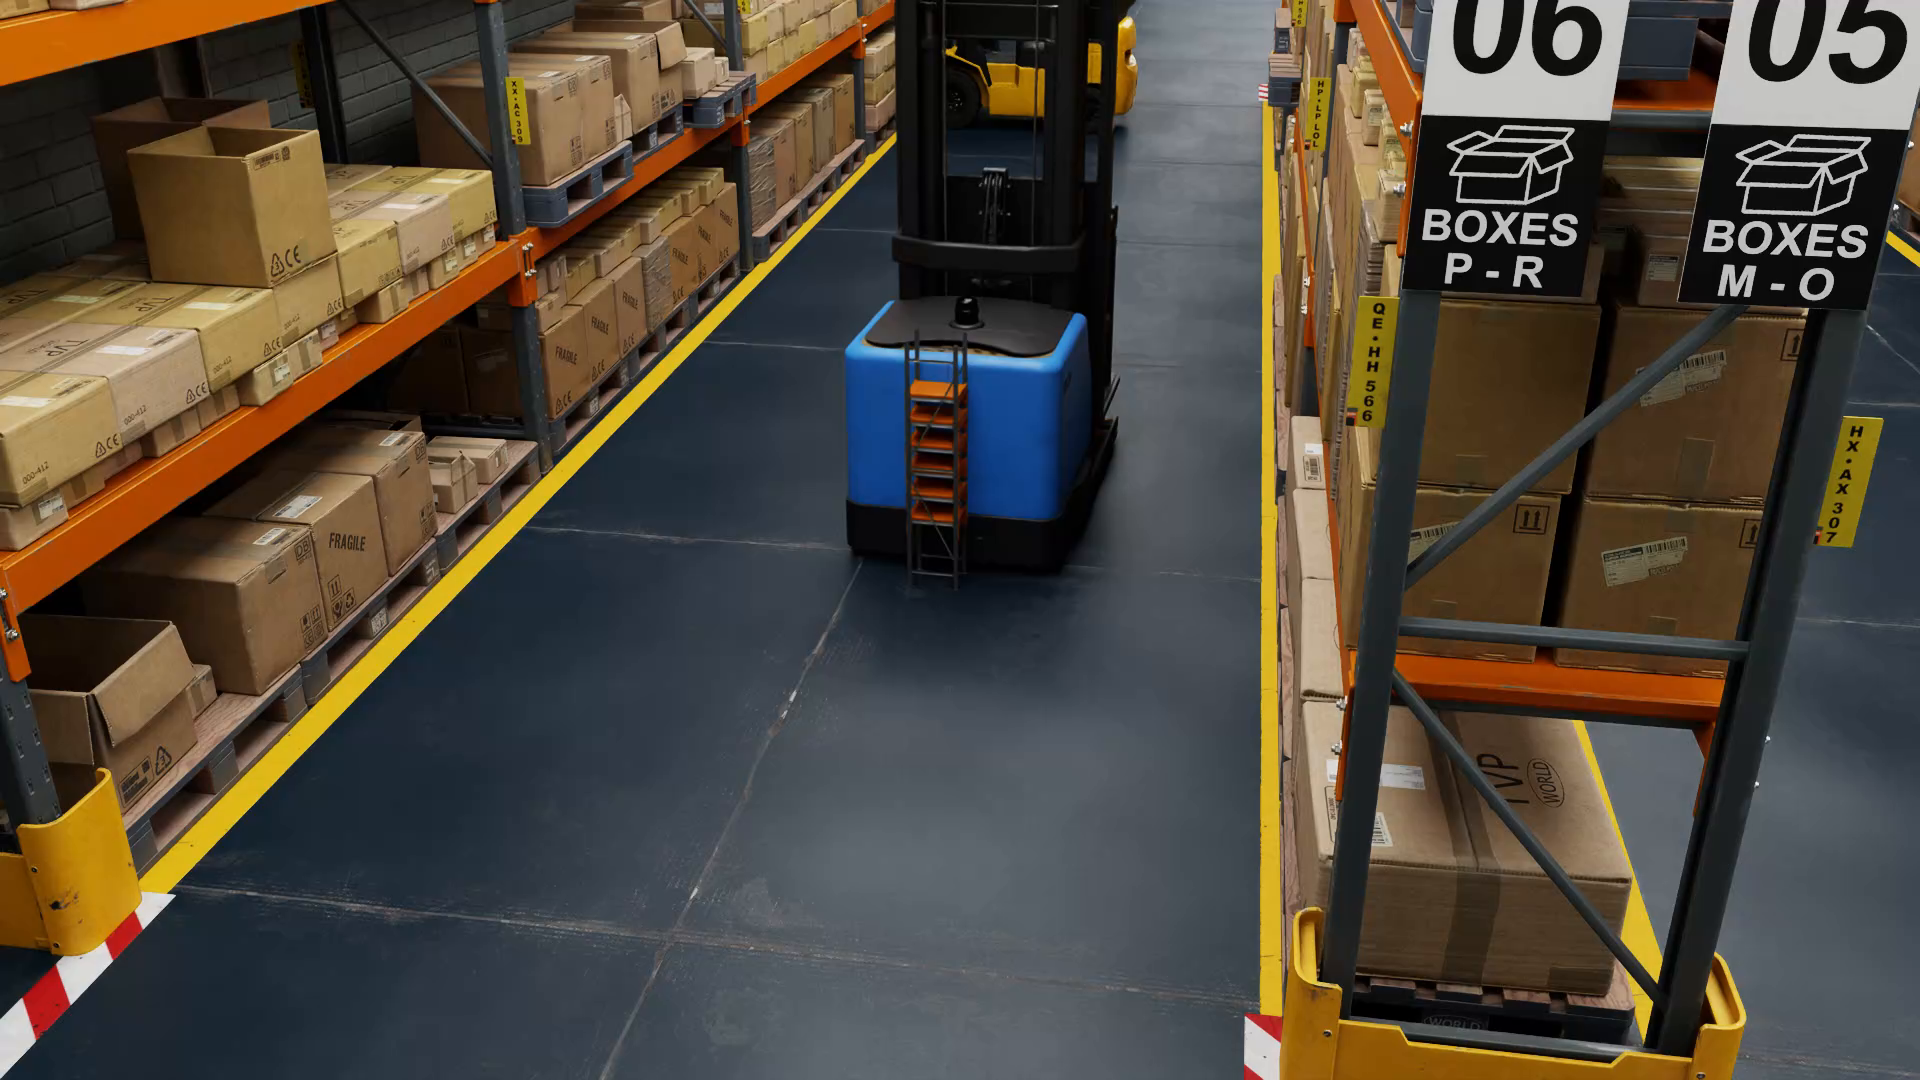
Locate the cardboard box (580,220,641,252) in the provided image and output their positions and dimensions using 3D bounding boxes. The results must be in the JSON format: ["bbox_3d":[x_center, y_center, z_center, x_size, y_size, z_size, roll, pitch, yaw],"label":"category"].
[{"bbox_3d":[-2.237,-1.911,10.482,0.380,0.149,0.250,4,25,9],"label":"cardboard box"}]

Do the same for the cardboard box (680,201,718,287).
[{"bbox_3d":[-2.020,-2.093,11.636,0.500,0.500,0.500,4,25,8],"label":"cardboard box"}]

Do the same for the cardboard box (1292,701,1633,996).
[{"bbox_3d":[1.528,0.941,5.229,0.875,0.438,0.875,3,25,7],"label":"cardboard box"}]

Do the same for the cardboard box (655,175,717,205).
[{"bbox_3d":[-1.916,-2.446,11.626,0.380,0.149,0.250,3,25,6],"label":"cardboard box"}]

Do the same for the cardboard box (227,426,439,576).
[{"bbox_3d":[-2.837,-0.185,7.561,0.700,0.500,0.500,3,25,7],"label":"cardboard box"}]

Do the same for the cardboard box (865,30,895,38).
[{"bbox_3d":[-0.865,-5.108,17.193,0.500,0.250,0.500,5,26,10],"label":"cardboard box"}]

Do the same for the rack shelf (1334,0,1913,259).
[{"bbox_3d":[1.846,-1.616,5.474,1.077,0.370,4.000,4,25,9],"label":"rack shelf"}]

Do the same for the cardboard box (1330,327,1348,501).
[{"bbox_3d":[1.508,-0.437,5.527,0.500,0.500,0.500,5,26,10],"label":"cardboard box"}]

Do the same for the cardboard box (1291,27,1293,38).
[{"bbox_3d":[2.838,-4.089,13.249,0.380,0.149,0.250,5,26,11],"label":"cardboard box"}]

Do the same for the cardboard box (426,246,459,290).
[{"bbox_3d":[-2.567,-1.277,7.735,0.380,0.149,0.250,5,25,10],"label":"cardboard box"}]

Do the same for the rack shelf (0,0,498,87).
[{"bbox_3d":[-3.052,-1.958,6.206,1.077,0.370,4.000,4,25,9],"label":"rack shelf"}]

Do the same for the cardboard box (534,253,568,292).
[{"bbox_3d":[-2.408,-1.492,9.237,0.380,0.149,0.250,3,25,6],"label":"cardboard box"}]

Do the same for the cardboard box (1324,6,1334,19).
[{"bbox_3d":[2.178,-2.550,8.861,0.500,0.500,0.500,5,26,10],"label":"cardboard box"}]

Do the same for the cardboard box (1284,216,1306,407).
[{"bbox_3d":[2.335,-1.291,9.480,0.875,0.875,0.875,5,26,10],"label":"cardboard box"}]

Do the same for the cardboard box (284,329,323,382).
[{"bbox_3d":[-2.772,-0.741,6.590,0.380,0.149,0.250,5,25,10],"label":"cardboard box"}]

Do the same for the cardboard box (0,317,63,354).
[{"bbox_3d":[-3.480,-0.582,5.781,0.500,0.250,0.500,4,25,9],"label":"cardboard box"}]

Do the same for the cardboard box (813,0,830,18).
[{"bbox_3d":[-1.412,-4.614,14.157,0.500,0.250,0.500,5,25,10],"label":"cardboard box"}]

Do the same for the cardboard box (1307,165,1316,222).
[{"bbox_3d":[2.082,-1.770,8.669,0.500,0.250,0.500,4,25,8],"label":"cardboard box"}]

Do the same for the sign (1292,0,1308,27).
[{"bbox_3d":[2.290,-3.615,11.162,0.100,0.325,0.005,4,25,9],"label":"sign"}]

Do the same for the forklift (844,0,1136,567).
[{"bbox_3d":[0.276,-1.800,8.637,1.130,2.935,3.031,5,26,11],"label":"forklift"}]

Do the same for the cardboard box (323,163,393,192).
[{"bbox_3d":[-3.072,-1.640,8.042,0.500,0.250,0.500,4,25,8],"label":"cardboard box"}]

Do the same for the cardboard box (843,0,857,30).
[{"bbox_3d":[-1.242,-4.811,15.167,0.500,0.250,0.500,5,25,10],"label":"cardboard box"}]

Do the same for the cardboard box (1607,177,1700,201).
[{"bbox_3d":[1.978,-0.883,4.536,0.380,0.149,0.250,5,26,10],"label":"cardboard box"}]

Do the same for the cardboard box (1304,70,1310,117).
[{"bbox_3d":[2.321,-2.633,9.923,0.500,0.250,0.500,4,25,8],"label":"cardboard box"}]

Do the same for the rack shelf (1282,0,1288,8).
[{"bbox_3d":[3.807,-5.276,16.832,1.077,0.370,4.000,4,25,9],"label":"rack shelf"}]

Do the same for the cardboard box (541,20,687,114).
[{"bbox_3d":[-2.155,-2.976,10.453,0.797,0.503,0.637,3,25,7],"label":"cardboard box"}]

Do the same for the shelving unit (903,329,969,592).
[{"bbox_3d":[-0.106,-0.351,7.585,0.258,1.200,0.189,5,26,11],"label":"shelving unit"}]

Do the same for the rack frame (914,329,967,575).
[{"bbox_3d":[-0.086,-0.389,7.666,0.240,1.200,0.006,5,26,11],"label":"rack frame"}]

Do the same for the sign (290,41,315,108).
[{"bbox_3d":[-3.273,-2.323,8.309,0.100,0.325,0.005,4,25,9],"label":"sign"}]

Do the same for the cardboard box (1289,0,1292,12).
[{"bbox_3d":[2.945,-4.544,13.456,0.500,0.500,0.500,4,25,8],"label":"cardboard box"}]

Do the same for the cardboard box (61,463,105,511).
[{"bbox_3d":[-3.058,-0.203,5.442,0.380,0.149,0.250,5,25,10],"label":"cardboard box"}]

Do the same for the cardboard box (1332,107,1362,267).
[{"bbox_3d":[1.673,-1.311,6.215,0.500,0.500,0.500,4,25,10],"label":"cardboard box"}]

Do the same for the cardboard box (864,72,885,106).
[{"bbox_3d":[-1.034,-4.460,16.399,0.500,0.250,0.500,4,25,8],"label":"cardboard box"}]

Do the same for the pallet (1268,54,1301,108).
[{"bbox_3d":[2.838,-3.311,12.012,1.213,0.211,1.003,4,25,9],"label":"pallet"}]

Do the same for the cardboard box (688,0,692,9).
[{"bbox_3d":[-2.182,-4.145,12.685,0.380,0.149,0.250,4,25,8],"label":"cardboard box"}]

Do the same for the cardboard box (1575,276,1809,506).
[{"bbox_3d":[1.879,-0.426,4.324,0.500,0.500,0.500,3,25,7],"label":"cardboard box"}]

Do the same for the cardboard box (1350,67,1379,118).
[{"bbox_3d":[1.666,-1.671,6.218,0.380,0.149,0.250,3,25,7],"label":"cardboard box"}]

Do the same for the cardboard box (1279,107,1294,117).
[{"bbox_3d":[3.312,-4.316,15.796,0.500,0.500,0.500,4,25,8],"label":"cardboard box"}]

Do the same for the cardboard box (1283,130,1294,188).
[{"bbox_3d":[3.283,-3.245,14.249,0.950,0.372,0.625,6,26,12],"label":"cardboard box"}]

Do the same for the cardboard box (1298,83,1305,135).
[{"bbox_3d":[2.498,-2.837,10.950,0.500,0.250,0.500,4,25,8],"label":"cardboard box"}]

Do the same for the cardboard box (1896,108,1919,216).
[{"bbox_3d":[8.206,-2.967,13.209,1.050,0.750,0.750,4,25,9],"label":"cardboard box"}]

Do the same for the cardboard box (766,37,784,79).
[{"bbox_3d":[-1.670,-3.746,12.891,0.500,0.250,0.500,3,25,7],"label":"cardboard box"}]

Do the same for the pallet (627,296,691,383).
[{"bbox_3d":[-2.432,-1.354,10.893,1.003,0.211,1.213,4,25,9],"label":"pallet"}]

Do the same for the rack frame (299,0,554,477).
[{"bbox_3d":[-2.725,-1.762,8.476,1.000,3.000,0.127,4,25,9],"label":"rack frame"}]

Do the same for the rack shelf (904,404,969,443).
[{"bbox_3d":[-0.106,-0.528,7.502,0.258,0.103,0.180,5,26,11],"label":"rack shelf"}]

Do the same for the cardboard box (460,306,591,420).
[{"bbox_3d":[-2.424,-1.007,9.316,0.500,0.500,0.500,5,26,11],"label":"cardboard box"}]

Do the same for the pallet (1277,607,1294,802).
[{"bbox_3d":[1.774,0.668,6.575,1.003,0.211,1.213,4,25,9],"label":"pallet"}]

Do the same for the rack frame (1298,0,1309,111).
[{"bbox_3d":[2.827,-3.093,11.319,1.000,3.000,0.127,4,25,9],"label":"rack frame"}]

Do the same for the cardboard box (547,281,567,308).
[{"bbox_3d":[-2.435,-1.367,9.319,0.380,0.149,0.250,3,25,7],"label":"cardboard box"}]

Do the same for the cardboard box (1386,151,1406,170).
[{"bbox_3d":[1.439,-1.027,4.843,0.380,0.149,0.250,5,25,10],"label":"cardboard box"}]

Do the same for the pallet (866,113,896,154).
[{"bbox_3d":[-1.246,-4.175,16.920,1.003,0.211,1.213,4,25,9],"label":"pallet"}]

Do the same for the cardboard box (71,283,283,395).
[{"bbox_3d":[-2.877,-0.750,6.140,0.500,0.250,0.500,4,25,8],"label":"cardboard box"}]

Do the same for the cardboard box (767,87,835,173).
[{"bbox_3d":[-1.626,-3.680,14.878,0.875,0.625,0.625,4,25,8],"label":"cardboard box"}]

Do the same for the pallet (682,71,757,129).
[{"bbox_3d":[-2.113,-3.060,11.475,1.213,0.211,1.003,4,25,9],"label":"pallet"}]

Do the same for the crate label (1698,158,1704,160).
[{"bbox_3d":[6.909,-3.559,15.692,0.298,0.136,0.250,-14,29,-27],"label":"crate label"}]

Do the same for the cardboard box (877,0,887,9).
[{"bbox_3d":[-1.018,-5.540,16.429,0.500,0.500,0.500,4,25,9],"label":"cardboard box"}]

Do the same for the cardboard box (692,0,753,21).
[{"bbox_3d":[-1.728,-3.887,12.133,0.380,0.149,0.250,5,26,10],"label":"cardboard box"}]
